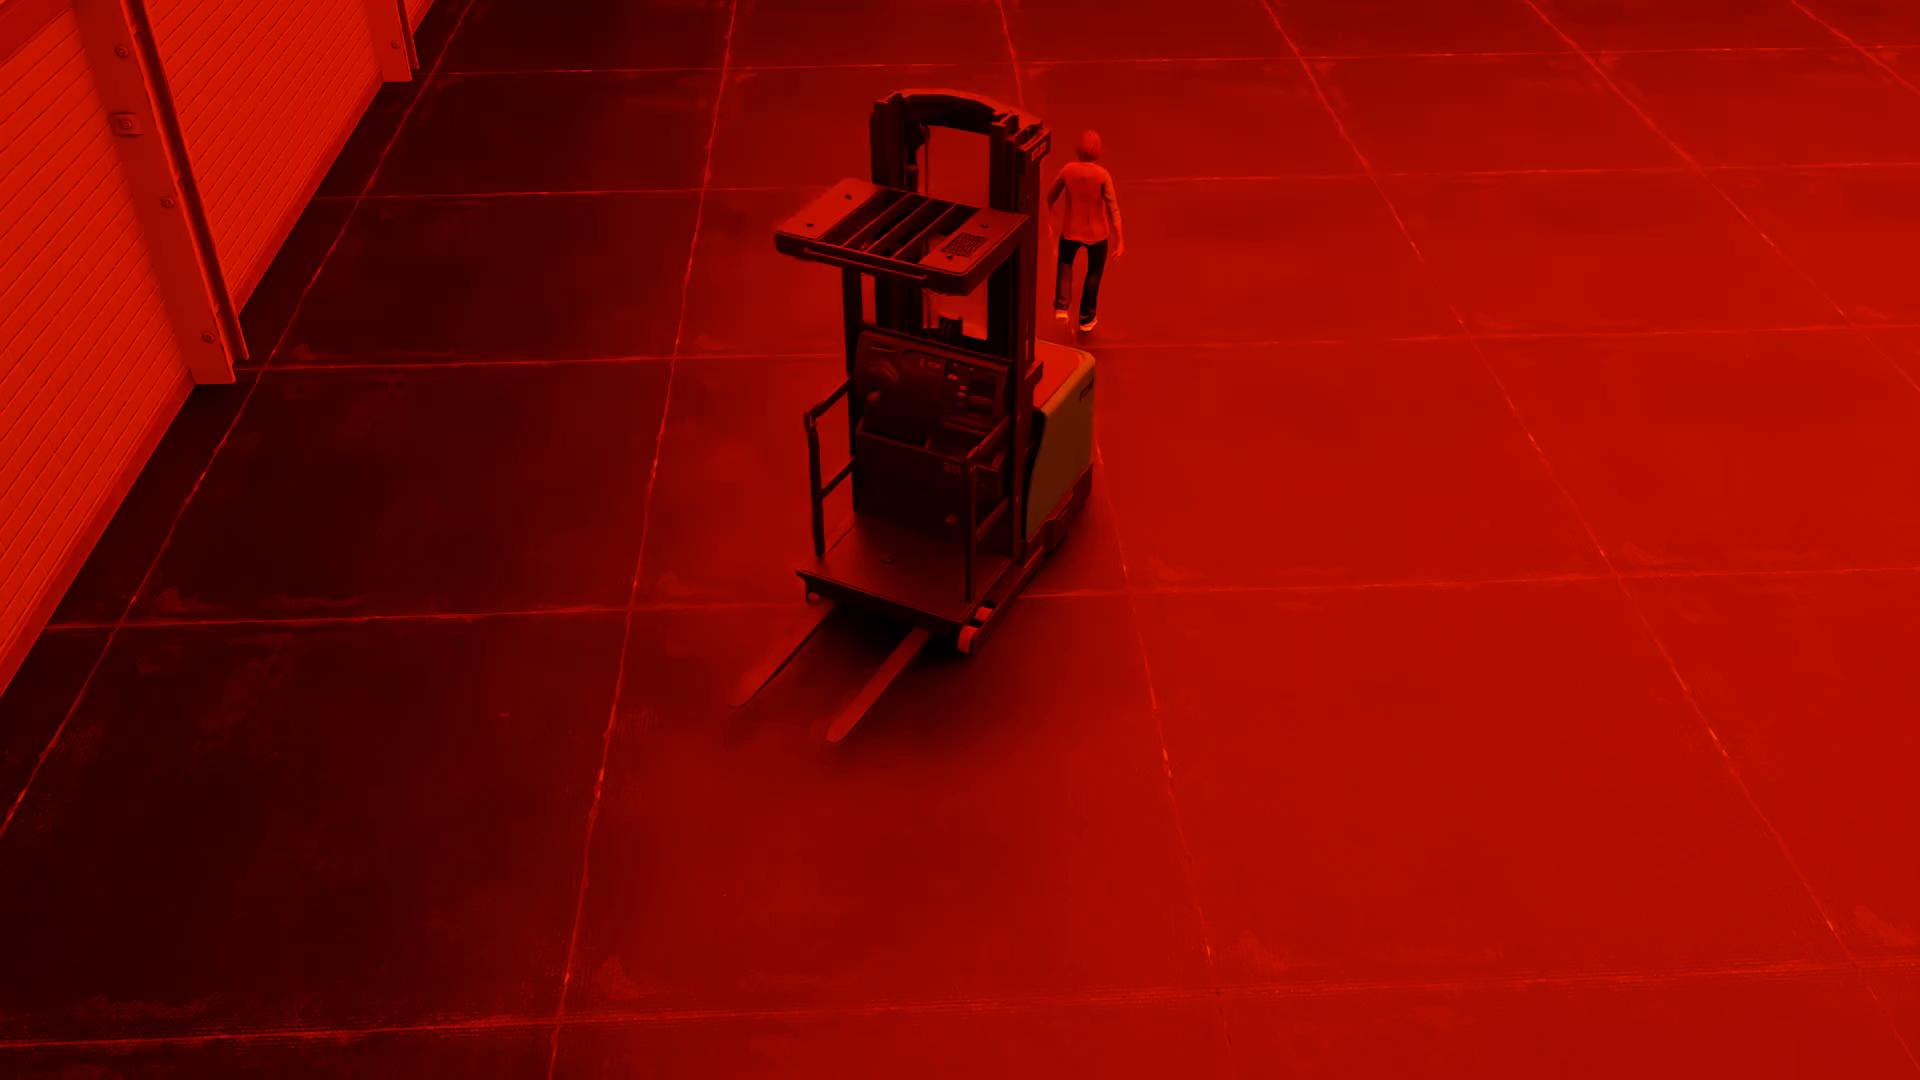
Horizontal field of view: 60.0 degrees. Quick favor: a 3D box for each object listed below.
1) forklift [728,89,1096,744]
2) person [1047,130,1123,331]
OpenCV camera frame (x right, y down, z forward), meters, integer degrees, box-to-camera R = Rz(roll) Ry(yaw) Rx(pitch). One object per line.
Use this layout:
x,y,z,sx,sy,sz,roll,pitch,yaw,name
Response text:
-0.263,-0.825,9.144,1.130,2.935,3.031,17,39,21,forklift
0.908,-2.243,12.245,0.624,1.579,0.494,9,37,13,person
